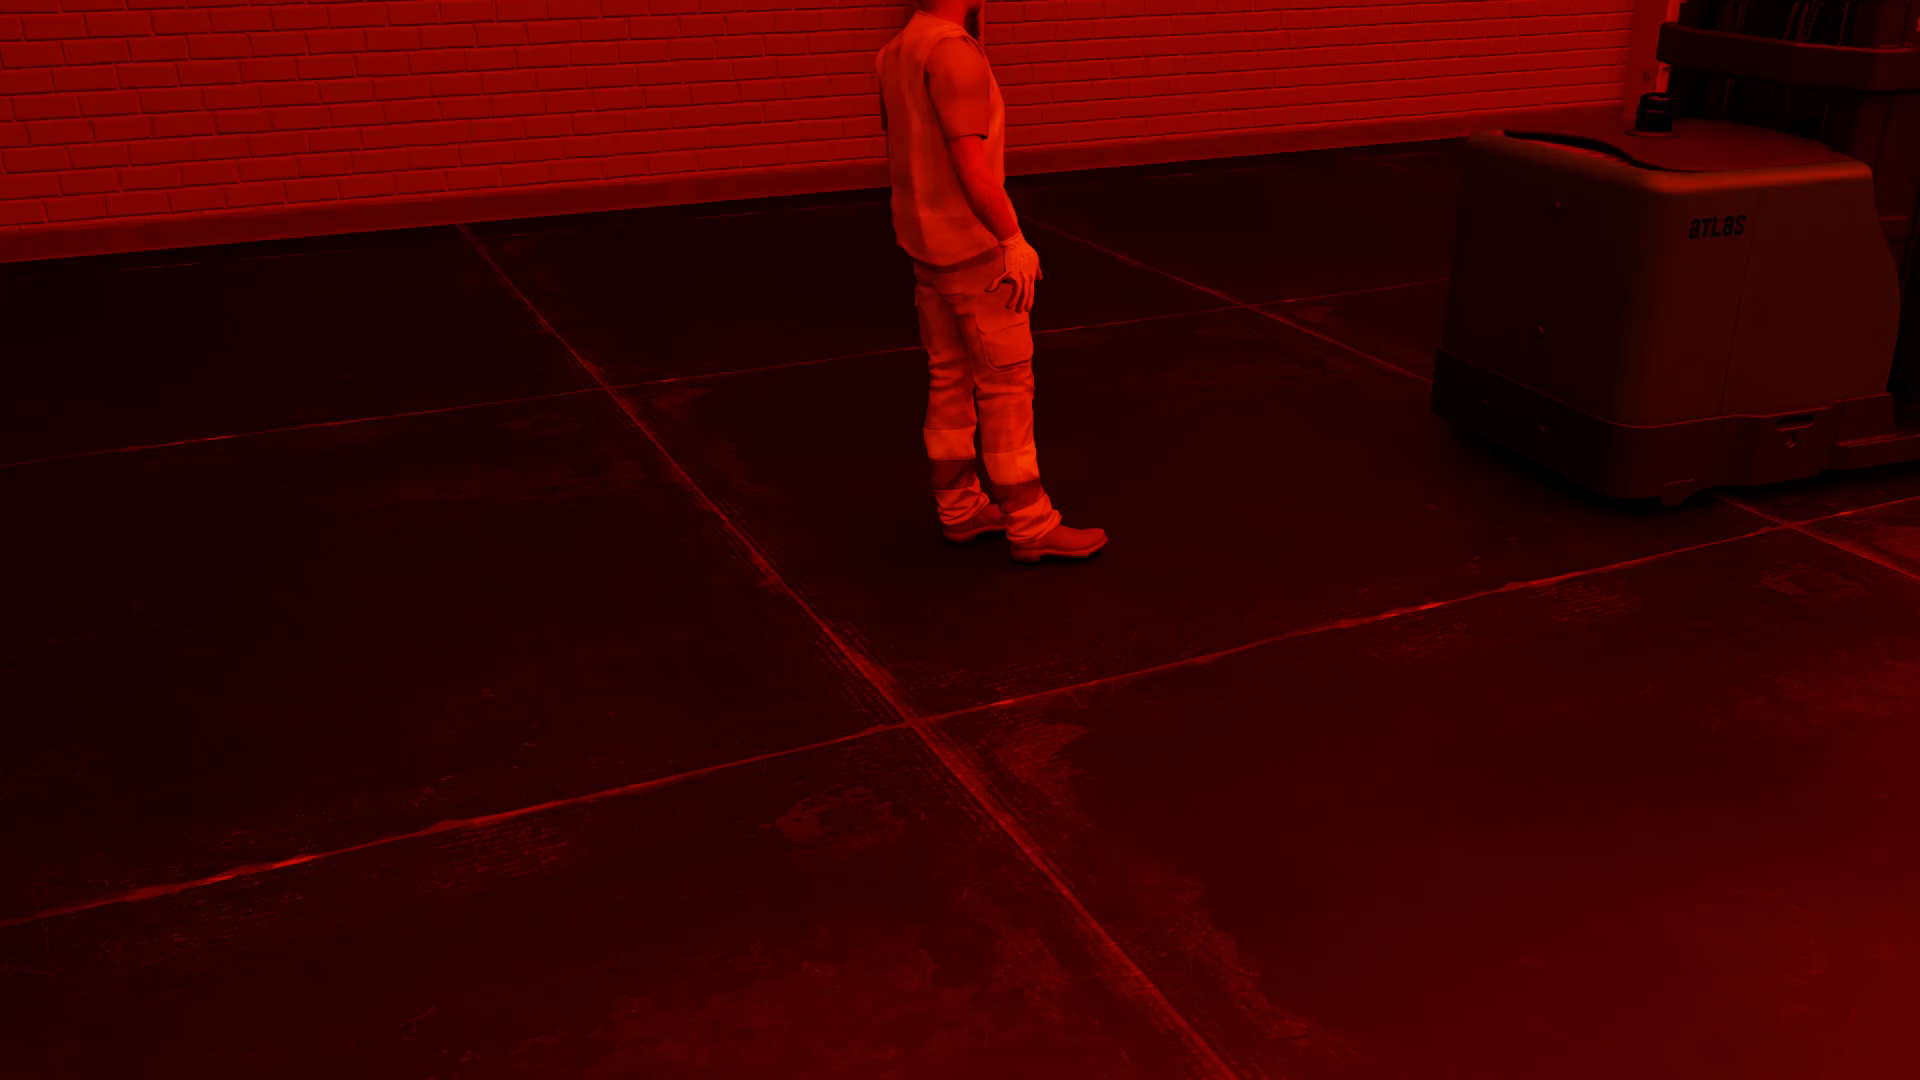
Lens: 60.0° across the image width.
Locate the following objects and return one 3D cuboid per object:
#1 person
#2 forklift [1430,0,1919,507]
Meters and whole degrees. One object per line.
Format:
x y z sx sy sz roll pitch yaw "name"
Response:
0.078 -0.842 4.781 0.564 1.787 0.637 -10 25 -23 "person"
3.286 -1.793 5.603 3.031 2.935 1.130 -8 24 -19 "forklift"
